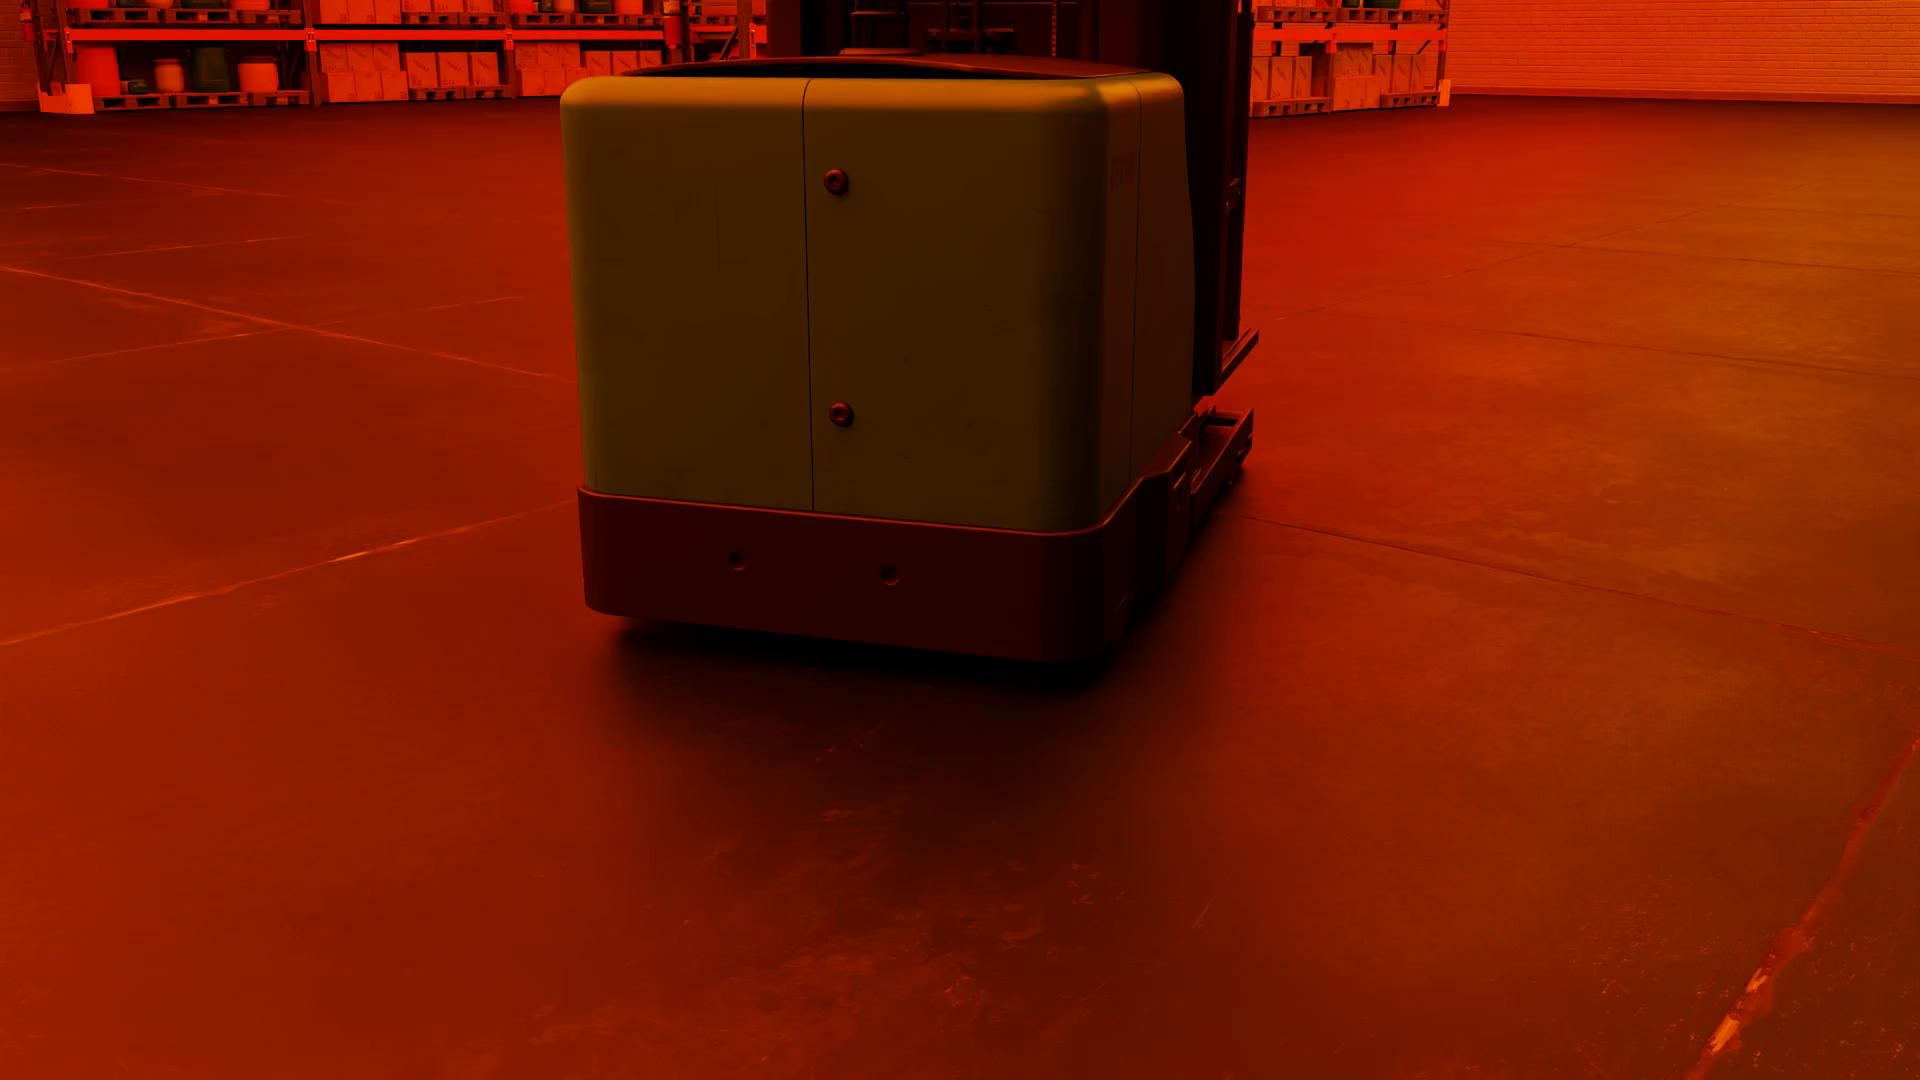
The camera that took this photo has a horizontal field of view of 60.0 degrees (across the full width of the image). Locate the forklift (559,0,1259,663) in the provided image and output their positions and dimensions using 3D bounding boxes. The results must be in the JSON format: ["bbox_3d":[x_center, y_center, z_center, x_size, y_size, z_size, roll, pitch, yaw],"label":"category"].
[{"bbox_3d":[0.182,-1.571,4.072,1.130,2.935,3.031,5,18,17],"label":"forklift"}]
